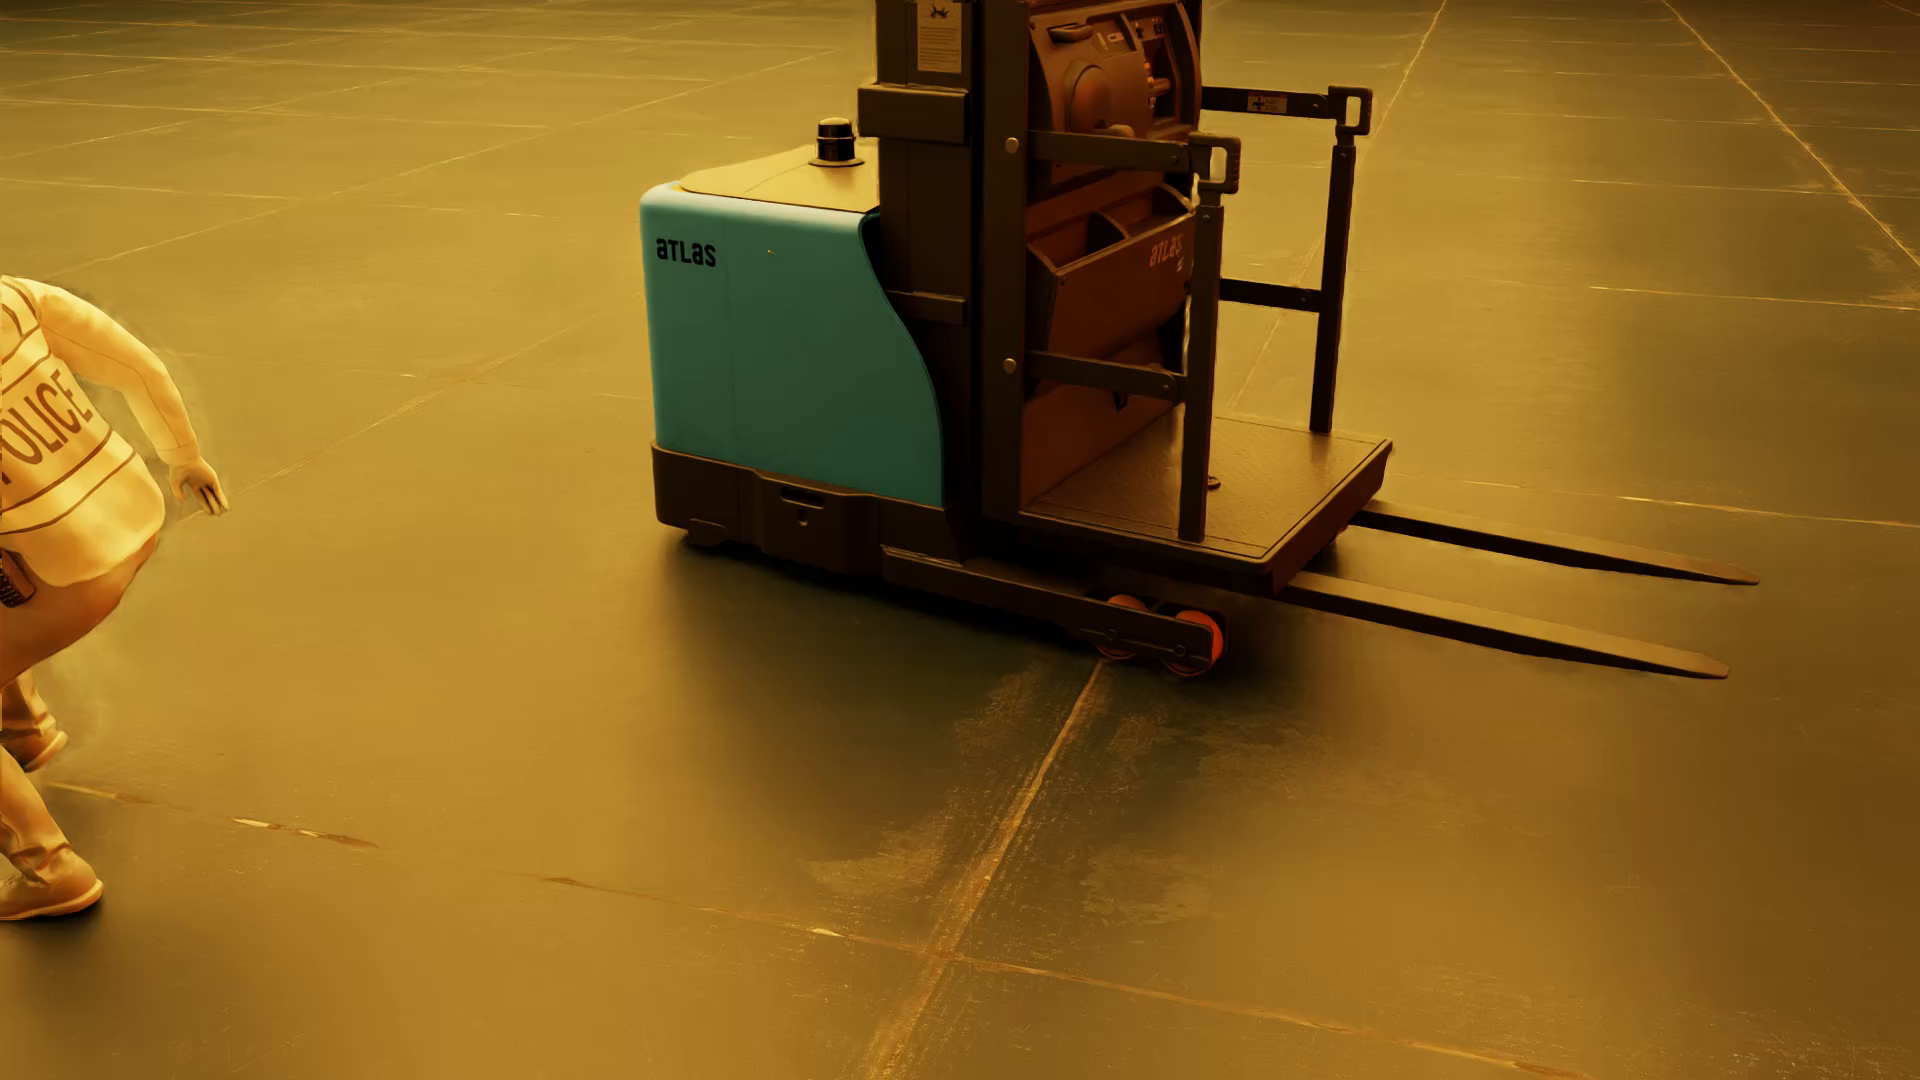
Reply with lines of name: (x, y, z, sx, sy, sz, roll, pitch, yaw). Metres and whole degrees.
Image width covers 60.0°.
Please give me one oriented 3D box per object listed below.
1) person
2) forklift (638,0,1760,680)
person: (-1.934, -0.017, 3.295, 0.659, 1.468, 0.714, 4, 23, 9)
forklift: (0.598, -1.236, 4.273, 3.031, 2.935, 1.130, 12, 26, 28)
